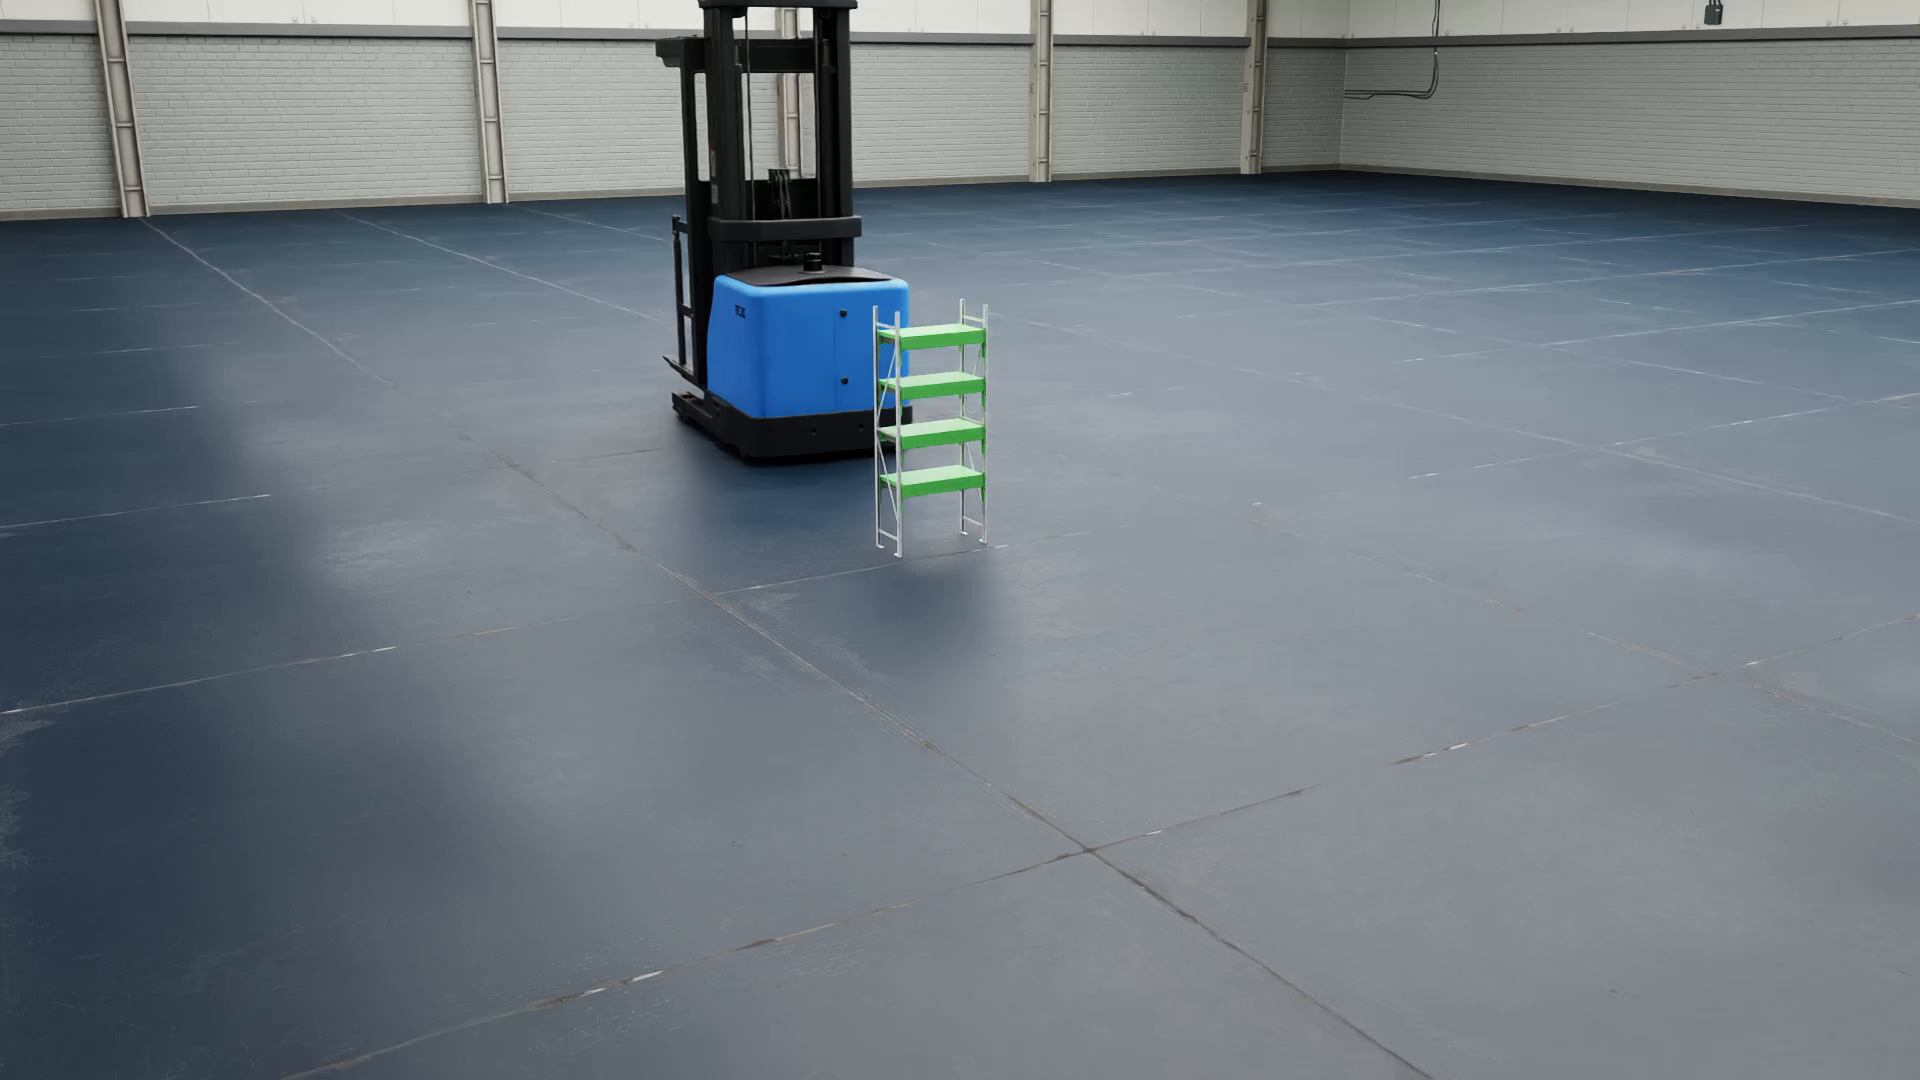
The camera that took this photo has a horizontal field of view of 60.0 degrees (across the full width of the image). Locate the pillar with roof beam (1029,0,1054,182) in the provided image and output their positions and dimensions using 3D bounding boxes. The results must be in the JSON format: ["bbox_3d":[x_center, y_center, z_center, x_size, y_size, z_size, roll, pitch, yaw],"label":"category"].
[{"bbox_3d":[3.970,-11.213,31.759,0.400,9.000,9.100,-9,18,-30],"label":"pillar with roof beam"}]

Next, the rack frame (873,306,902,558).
[{"bbox_3d":[-0.351,-0.521,8.066,0.015,1.200,0.240,-9,18,-30],"label":"rack frame"}]

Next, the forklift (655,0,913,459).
[{"bbox_3d":[-1.339,-2.254,11.042,1.130,2.935,3.031,-7,17,-22],"label":"forklift"}]

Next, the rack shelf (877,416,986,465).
[{"bbox_3d":[-0.142,-0.493,8.204,0.480,0.148,0.258,-9,18,-30],"label":"rack shelf"}]

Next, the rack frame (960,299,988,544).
[{"bbox_3d":[0.067,-0.589,8.308,0.015,1.200,0.240,-9,18,-30],"label":"rack frame"}]

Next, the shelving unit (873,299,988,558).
[{"bbox_3d":[-0.142,-0.555,8.187,0.503,1.200,0.258,-9,18,-30],"label":"shelving unit"}]

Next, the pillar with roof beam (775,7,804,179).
[{"bbox_3d":[-1.173,-10.379,28.783,0.400,9.000,9.100,-9,18,-30],"label":"pillar with roof beam"}]

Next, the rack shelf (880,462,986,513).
[{"bbox_3d":[-0.142,-0.262,8.269,0.480,0.148,0.258,-9,18,-30],"label":"rack shelf"}]

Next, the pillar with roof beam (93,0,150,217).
[{"bbox_3d":[-11.459,-8.710,22.833,0.400,9.000,9.100,-9,18,-30],"label":"pillar with roof beam"}]

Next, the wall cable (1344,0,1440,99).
[{"bbox_3d":[10.103,-11.651,39.076,0.112,2.526,3.097,-9,18,-30],"label":"wall cable"}]

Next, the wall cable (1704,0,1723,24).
[{"bbox_3d":[14.978,-12.585,30.354,0.169,6.003,2.305,-9,18,-30],"label":"wall cable"}]

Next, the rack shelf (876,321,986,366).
[{"bbox_3d":[-0.142,-0.955,8.075,0.480,0.148,0.258,-9,18,-30],"label":"rack shelf"}]

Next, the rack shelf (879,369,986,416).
[{"bbox_3d":[-0.142,-0.724,8.139,0.480,0.148,0.258,-9,18,-30],"label":"rack shelf"}]

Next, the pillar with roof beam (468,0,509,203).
[{"bbox_3d":[-6.316,-9.545,25.808,0.400,9.000,9.100,-9,18,-30],"label":"pillar with roof beam"}]

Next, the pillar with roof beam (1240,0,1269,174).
[{"bbox_3d":[9.113,-12.047,34.734,0.400,9.000,9.100,-9,18,-30],"label":"pillar with roof beam"}]
